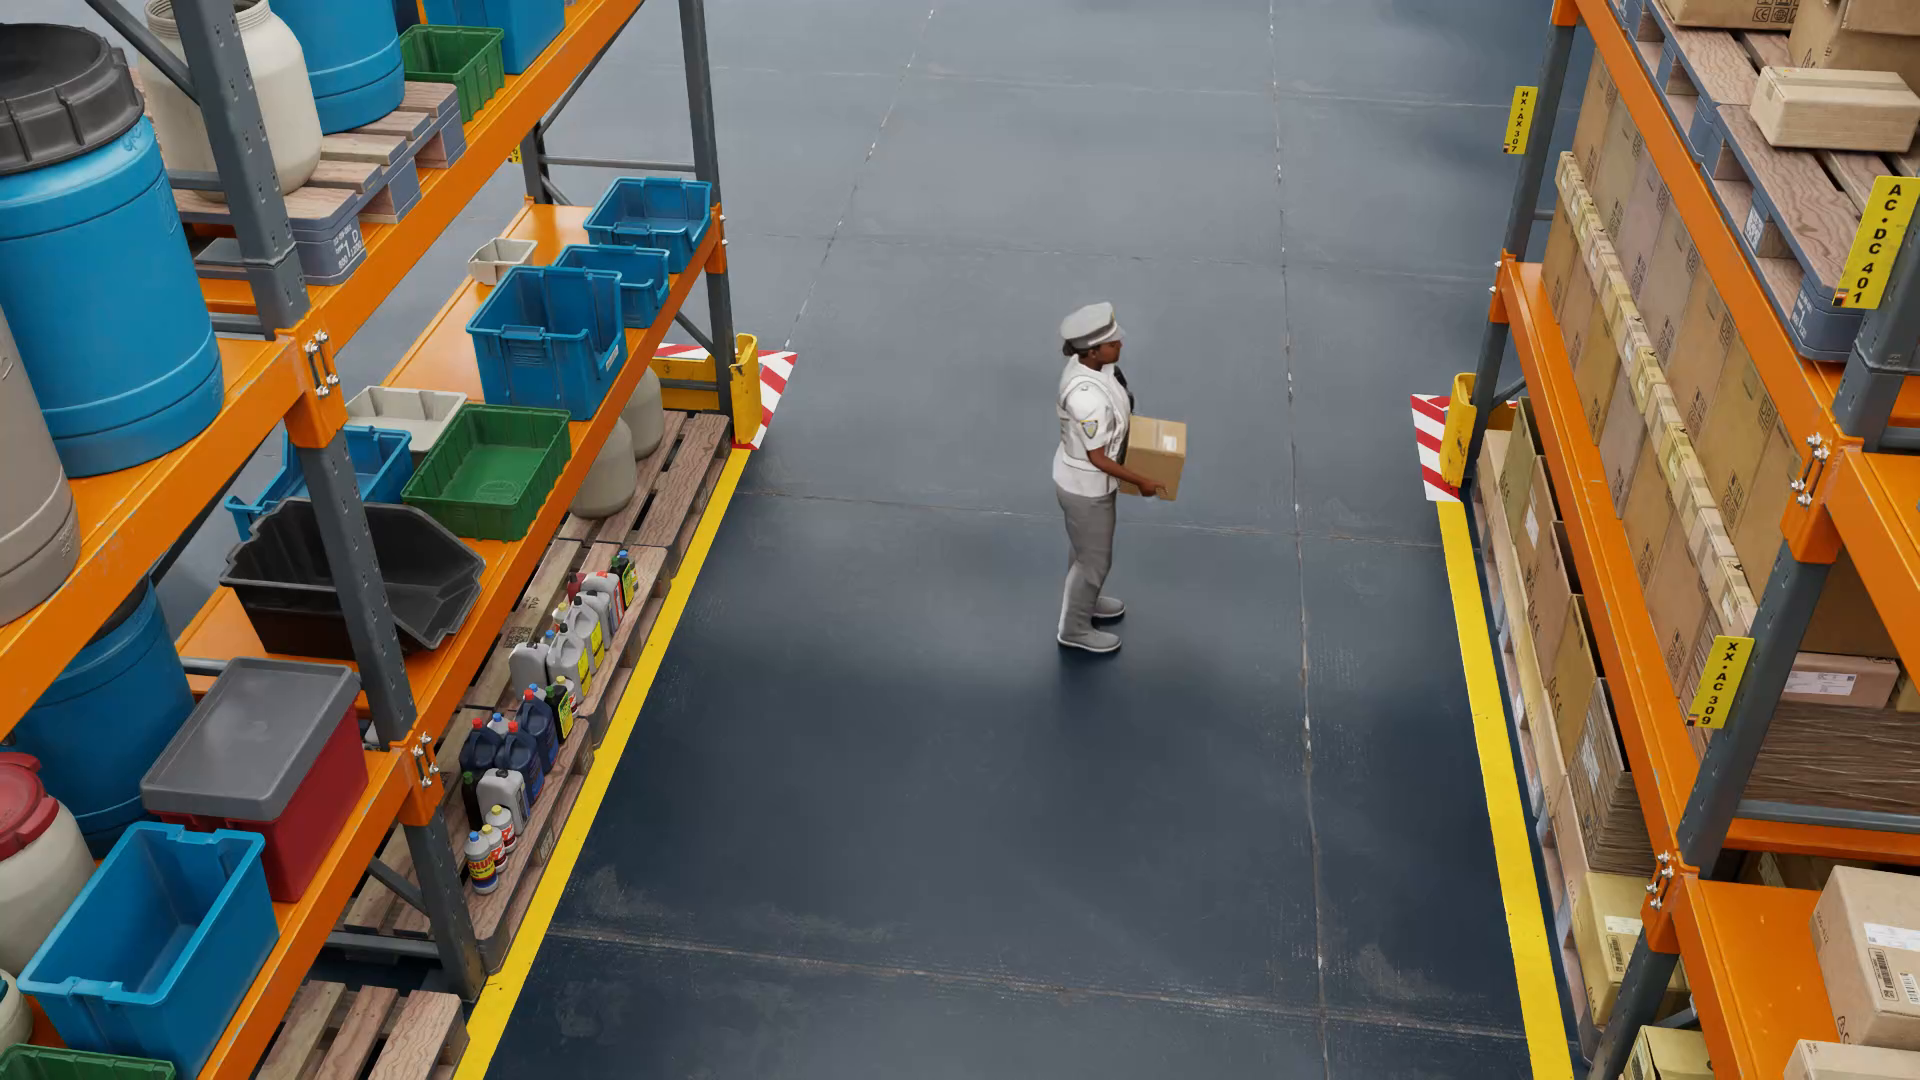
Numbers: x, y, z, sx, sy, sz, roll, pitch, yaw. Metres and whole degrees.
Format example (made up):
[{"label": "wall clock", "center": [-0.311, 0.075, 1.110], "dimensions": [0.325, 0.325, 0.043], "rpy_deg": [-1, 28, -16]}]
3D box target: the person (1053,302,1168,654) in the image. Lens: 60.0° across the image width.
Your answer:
[{"label": "person", "center": [0.665, -0.268, 7.379], "dimensions": [0.508, 1.688, 0.464], "rpy_deg": [4, 37, 6]}]
